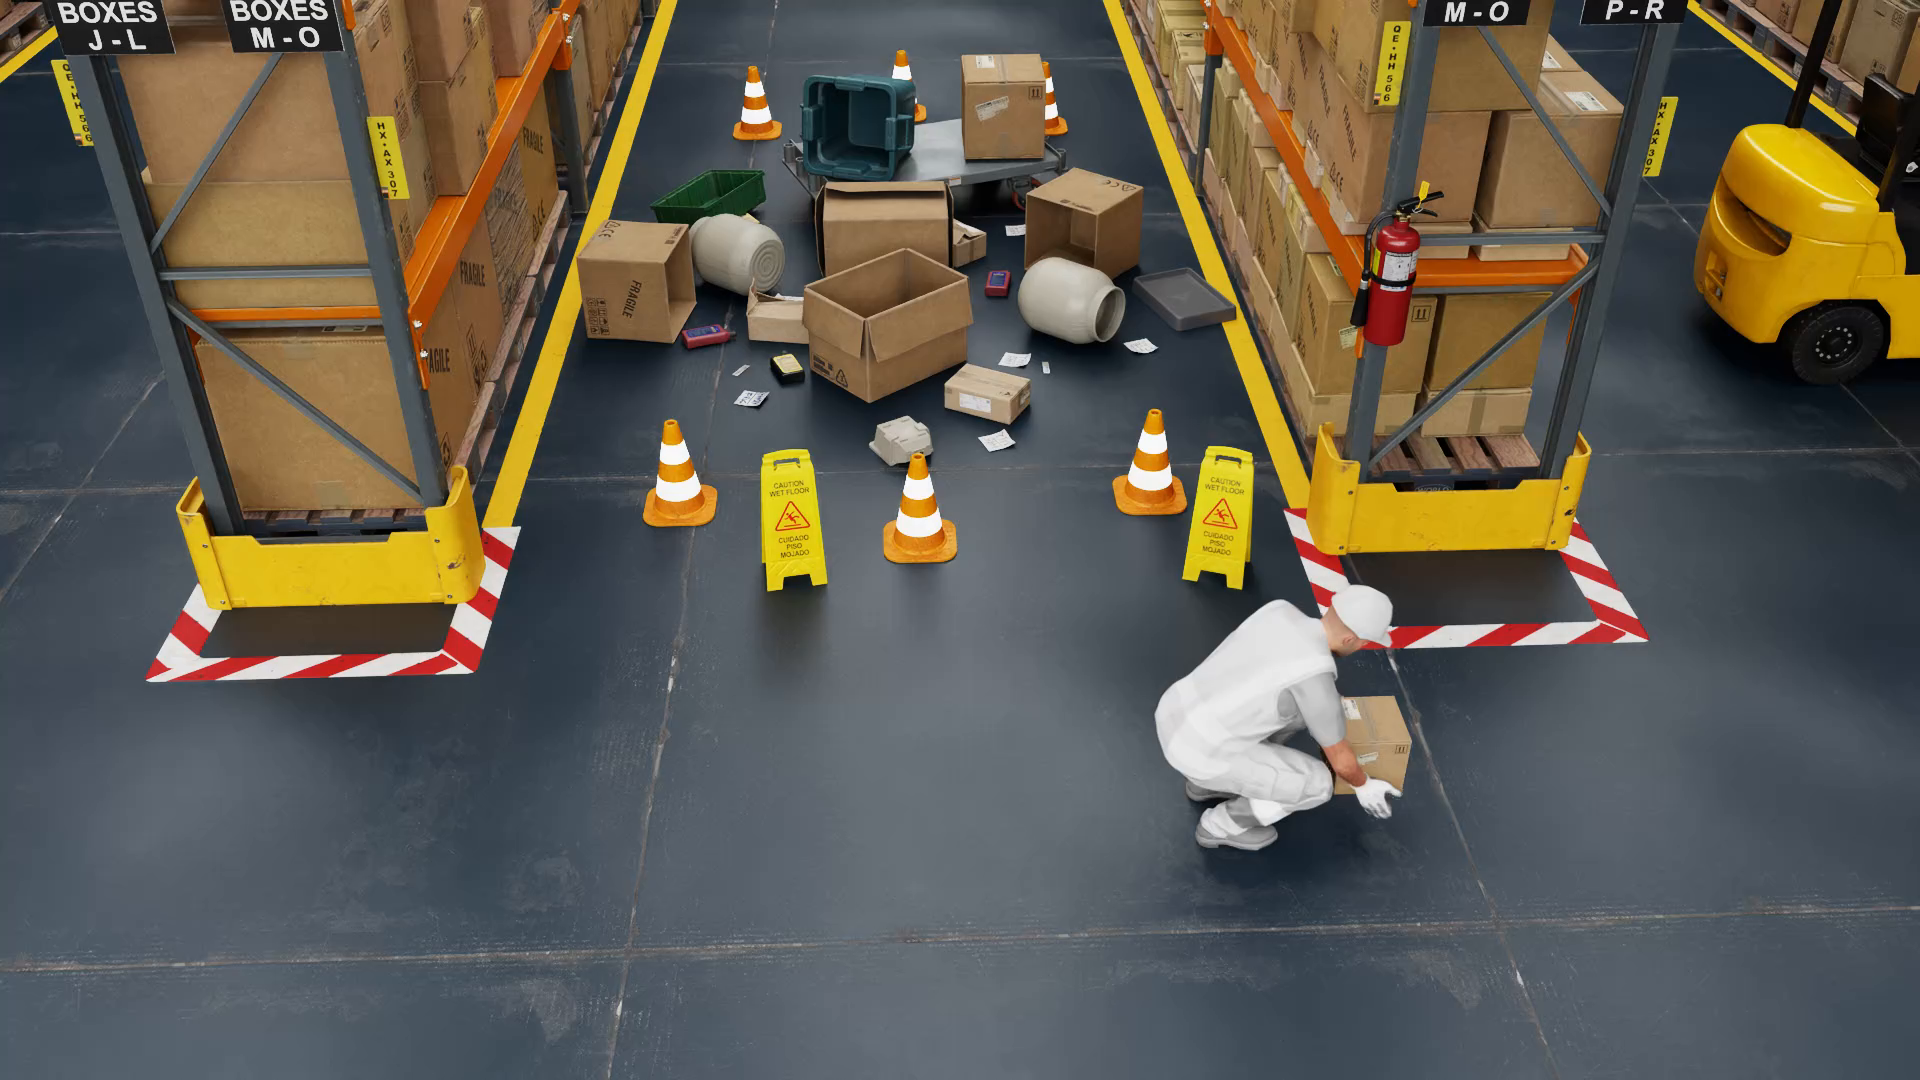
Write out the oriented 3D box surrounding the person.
[{"bbox_3d":[1.144,0.611,5.951,0.878,0.994,0.553,-2,35,-3],"label":"person"}]
